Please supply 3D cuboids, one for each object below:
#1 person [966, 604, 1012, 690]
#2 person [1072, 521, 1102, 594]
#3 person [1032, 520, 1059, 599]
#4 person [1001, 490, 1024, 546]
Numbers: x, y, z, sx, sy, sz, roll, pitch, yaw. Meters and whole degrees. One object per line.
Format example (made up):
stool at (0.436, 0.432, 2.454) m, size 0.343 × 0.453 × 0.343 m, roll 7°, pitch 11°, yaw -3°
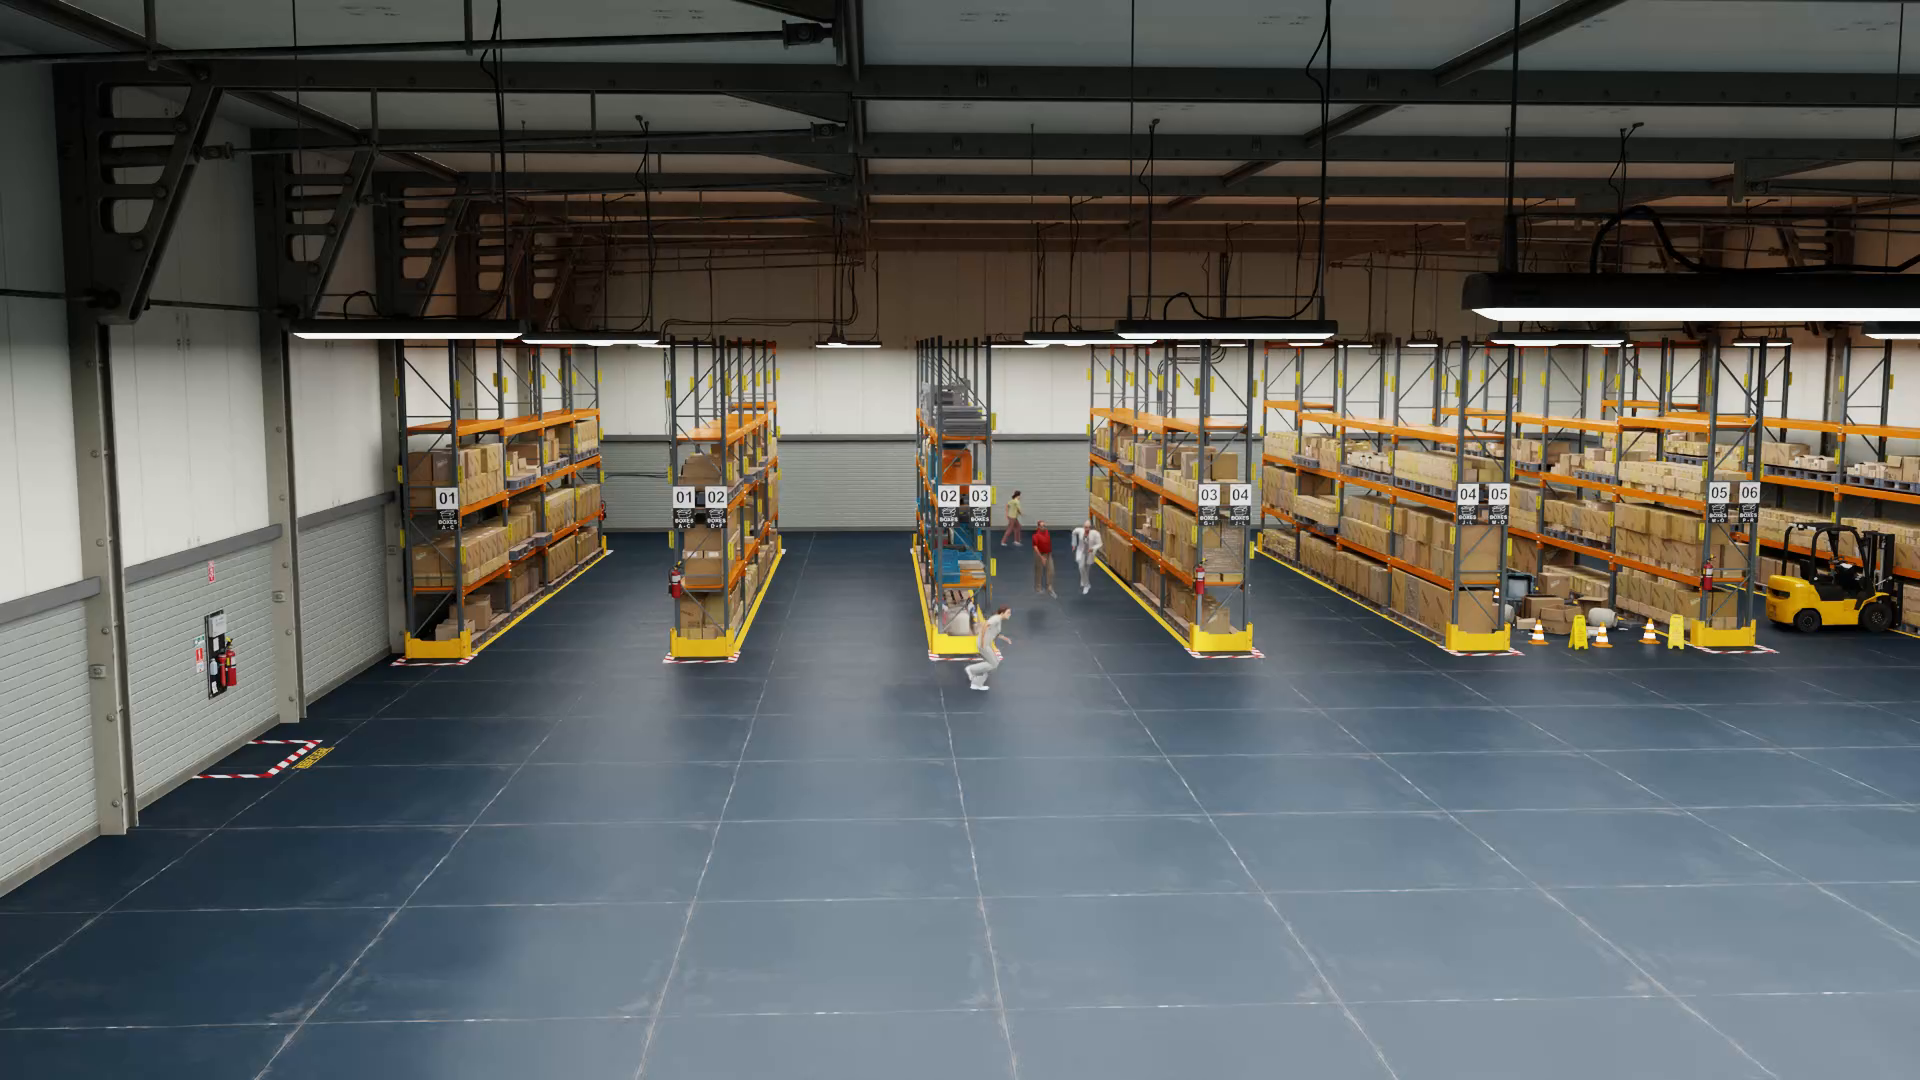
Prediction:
person at (0.479, 1.812, 28.062) m, size 0.782 × 1.490 × 0.581 m, roll 1°, pitch 7°, yaw 9°
person at (2.900, 0.350, 38.028) m, size 0.699 × 1.666 × 1.090 m, roll 0°, pitch 7°, yaw 4°
person at (1.852, 0.432, 36.849) m, size 0.704 × 1.780 × 0.665 m, roll -5°, pitch 8°, yaw -37°
person at (1.553, -0.625, 48.714) m, size 0.716 × 1.664 × 0.455 m, roll -1°, pitch 7°, yaw -12°
